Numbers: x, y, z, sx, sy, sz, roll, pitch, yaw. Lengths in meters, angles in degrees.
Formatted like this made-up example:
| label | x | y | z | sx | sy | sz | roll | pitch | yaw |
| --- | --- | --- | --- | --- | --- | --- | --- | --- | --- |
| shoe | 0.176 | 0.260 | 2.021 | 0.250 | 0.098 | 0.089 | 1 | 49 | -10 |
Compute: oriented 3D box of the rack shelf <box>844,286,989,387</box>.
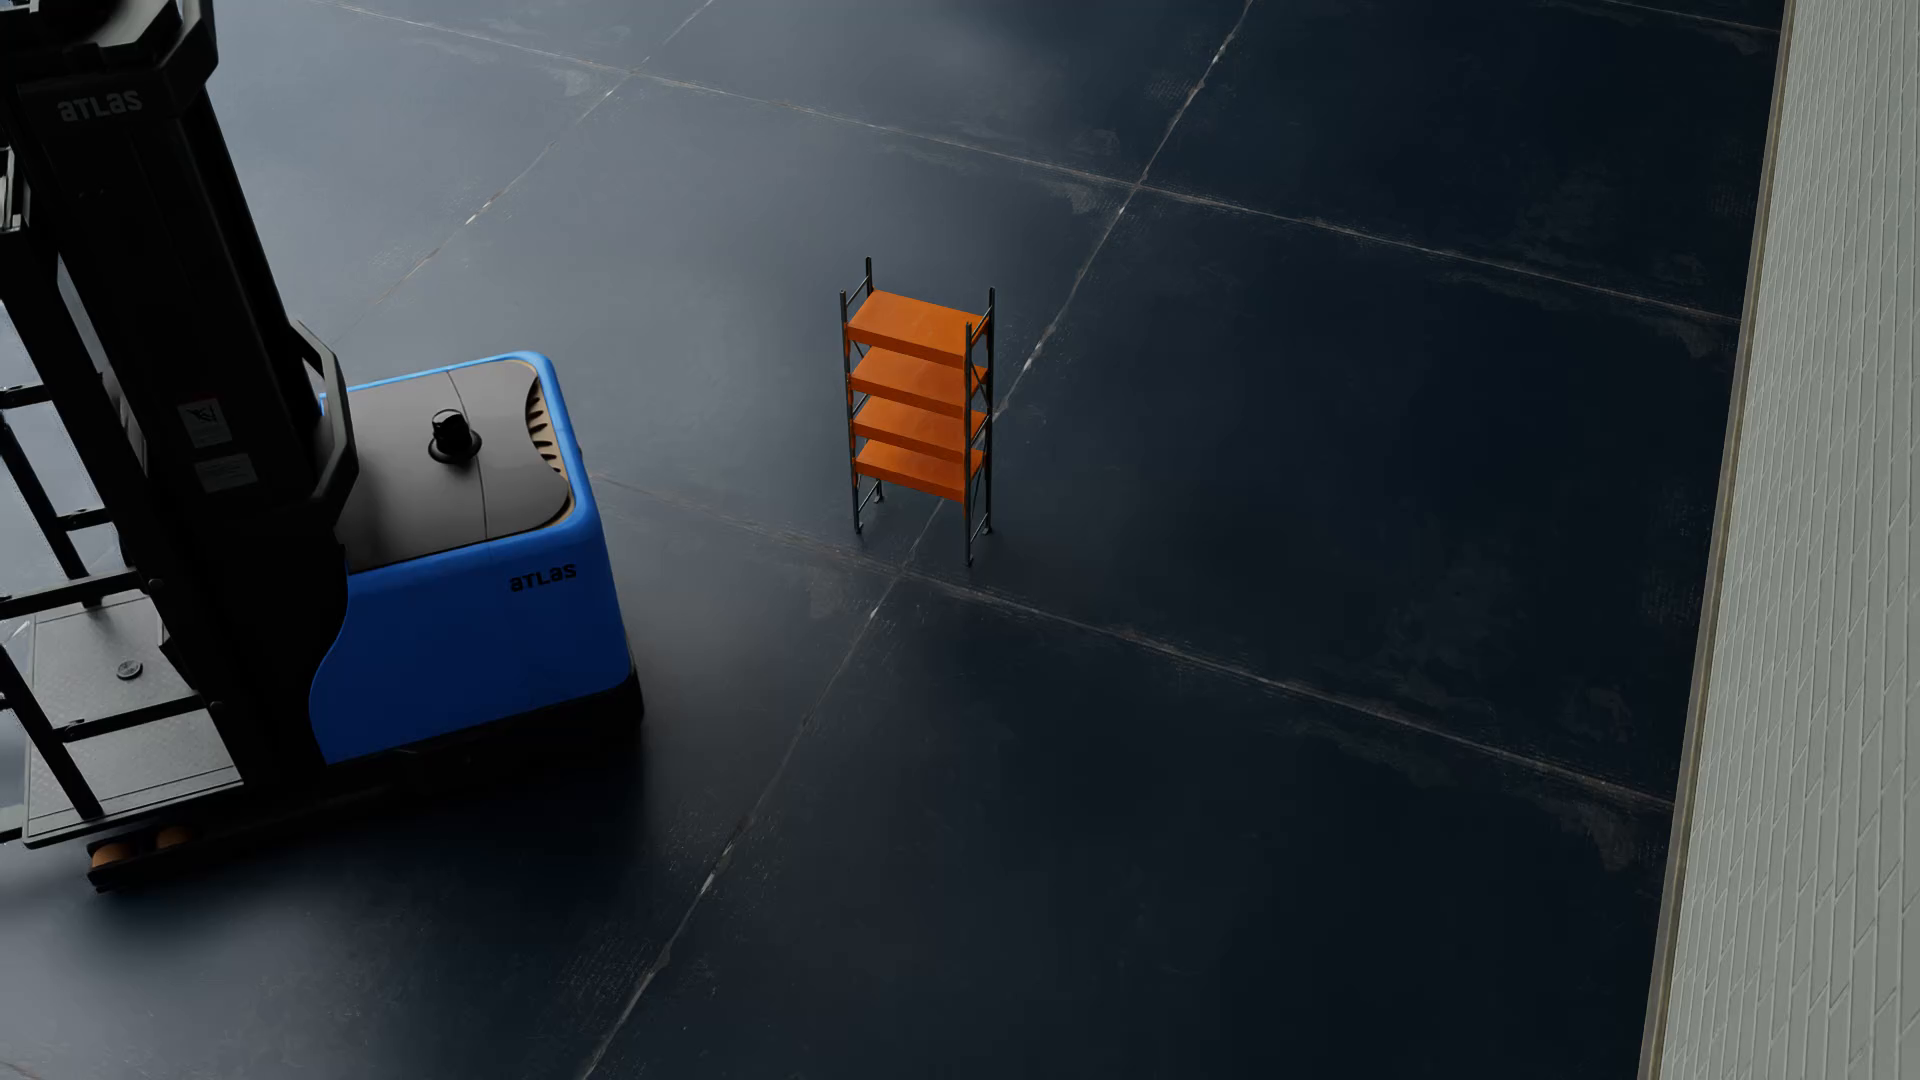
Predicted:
| label | x | y | z | sx | sy | sz | roll | pitch | yaw |
| --- | --- | --- | --- | --- | --- | --- | --- | --- | --- |
| rack shelf | -0.153 | -0.749 | 6.095 | 0.480 | 0.148 | 0.258 | 16 | 47 | 16 |

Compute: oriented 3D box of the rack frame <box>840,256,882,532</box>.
| label | x | y | z | sx | sy | sz | roll | pitch | yaw |
| --- | --- | --- | --- | --- | --- | --- | --- | --- | --- |
| rack frame | -0.378 | -0.537 | 6.439 | 0.015 | 1.200 | 0.240 | 16 | 47 | 16 |

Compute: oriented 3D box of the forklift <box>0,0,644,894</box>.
| label | x | y | z | sx | sy | sz | roll | pitch | yaw |
| --- | --- | --- | --- | --- | --- | --- | --- | --- | --- |
| forklift | -2.715 | -0.294 | 4.967 | 3.031 | 2.935 | 1.130 | -15 | 47 | -14 |

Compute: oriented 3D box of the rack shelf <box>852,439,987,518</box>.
| label | x | y | z | sx | sy | sz | roll | pitch | yaw |
| --- | --- | --- | --- | --- | --- | --- | --- | --- | --- |
| rack shelf | -0.153 | -0.282 | 6.559 | 0.480 | 0.148 | 0.258 | 16 | 47 | 16 |

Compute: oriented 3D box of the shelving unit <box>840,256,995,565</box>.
| label | x | y | z | sx | sy | sz | roll | pitch | yaw |
| --- | --- | --- | --- | --- | --- | --- | --- | --- | --- |
| shelving unit | -0.153 | -0.470 | 6.372 | 0.503 | 1.200 | 0.258 | 16 | 47 | 16 |

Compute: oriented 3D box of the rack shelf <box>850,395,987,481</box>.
| label | x | y | z | sx | sy | sz | roll | pitch | yaw |
| --- | --- | --- | --- | --- | --- | --- | --- | --- | --- |
| rack shelf | -0.153 | -0.423 | 6.419 | 0.480 | 0.148 | 0.258 | 16 | 47 | 16 |

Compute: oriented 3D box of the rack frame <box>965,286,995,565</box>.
| label | x | y | z | sx | sy | sz | roll | pitch | yaw |
| --- | --- | --- | --- | --- | --- | --- | --- | --- | --- |
| rack frame | 0.072 | -0.404 | 6.305 | 0.015 | 1.200 | 0.240 | 16 | 47 | 16 |

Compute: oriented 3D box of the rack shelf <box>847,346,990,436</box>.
| label | x | y | z | sx | sy | sz | roll | pitch | yaw |
| --- | --- | --- | --- | --- | --- | --- | --- | --- | --- |
| rack shelf | -0.153 | -0.581 | 6.262 | 0.480 | 0.148 | 0.258 | 16 | 47 | 16 |
